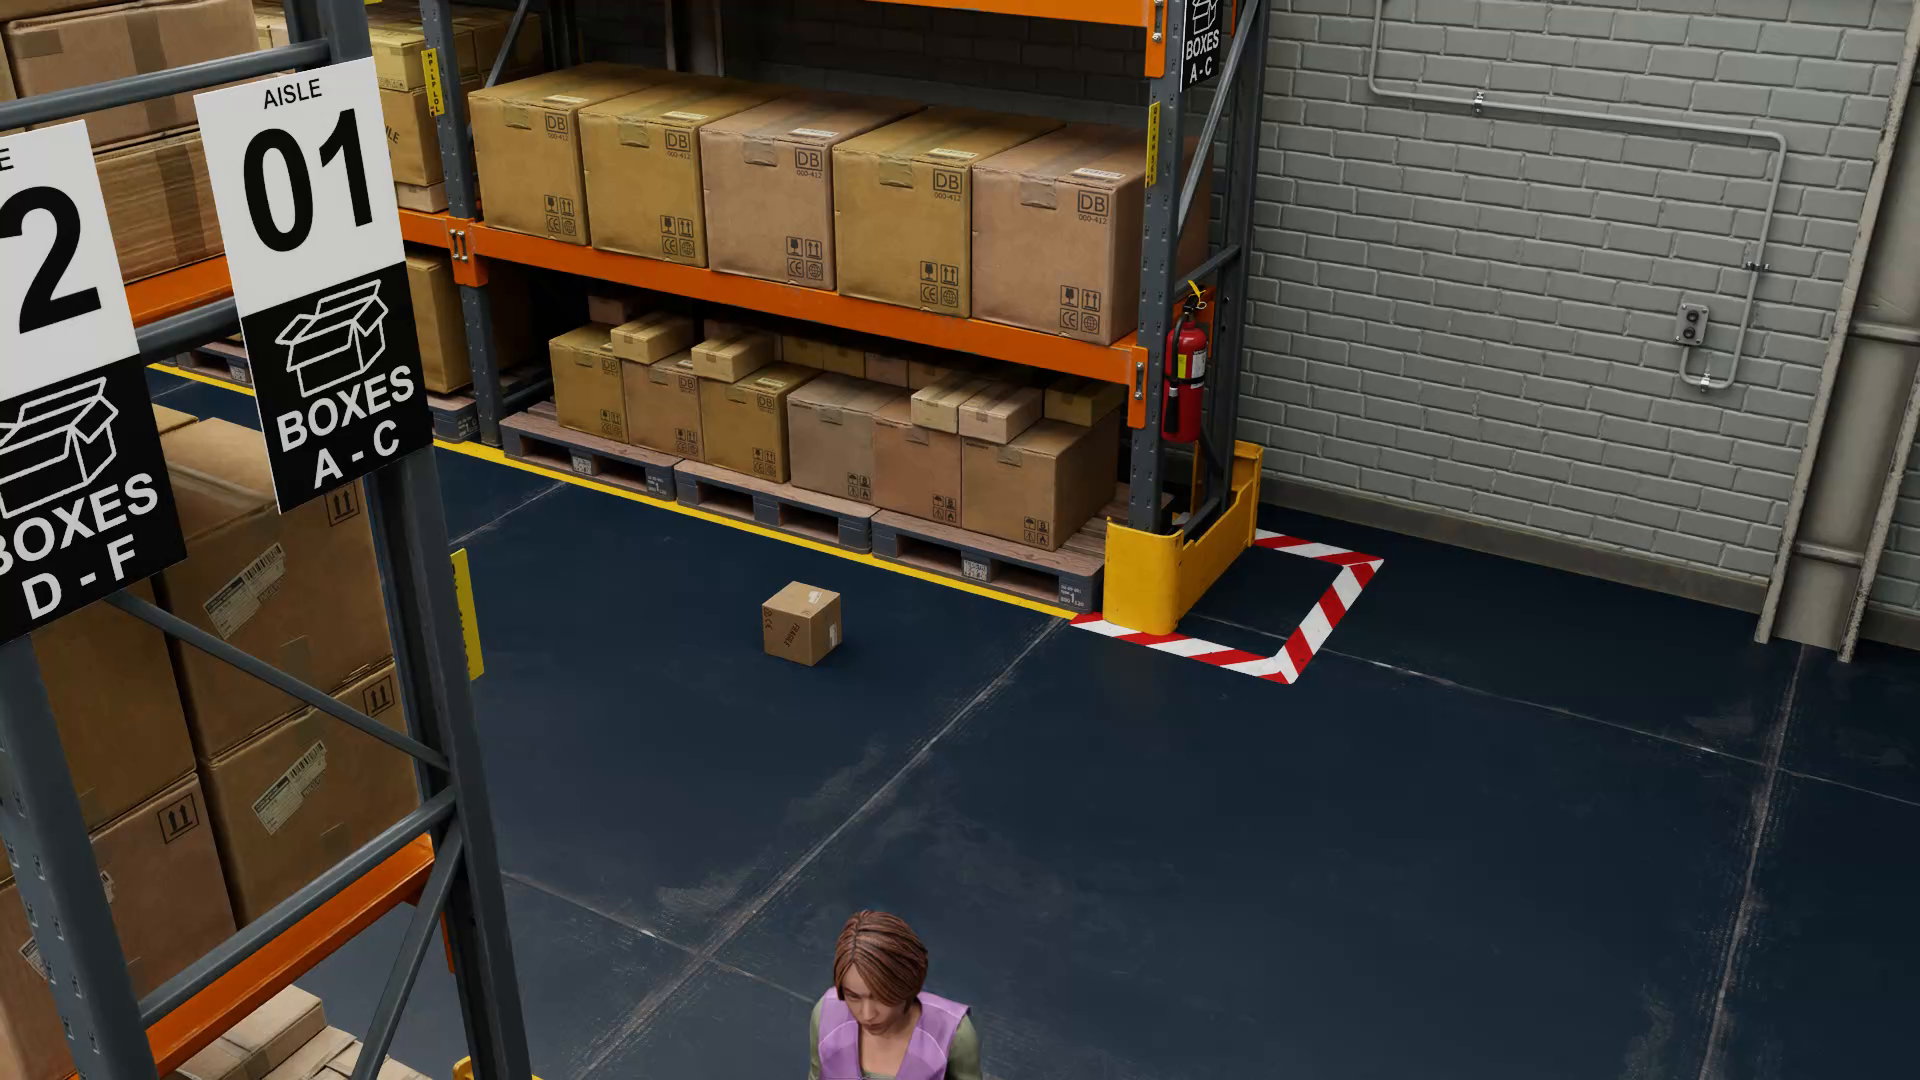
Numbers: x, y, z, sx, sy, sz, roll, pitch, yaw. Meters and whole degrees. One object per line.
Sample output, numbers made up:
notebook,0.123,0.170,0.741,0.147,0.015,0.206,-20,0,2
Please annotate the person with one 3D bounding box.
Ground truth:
person,-0.143,1.514,3.669,0.471,1.589,0.764,4,27,7
